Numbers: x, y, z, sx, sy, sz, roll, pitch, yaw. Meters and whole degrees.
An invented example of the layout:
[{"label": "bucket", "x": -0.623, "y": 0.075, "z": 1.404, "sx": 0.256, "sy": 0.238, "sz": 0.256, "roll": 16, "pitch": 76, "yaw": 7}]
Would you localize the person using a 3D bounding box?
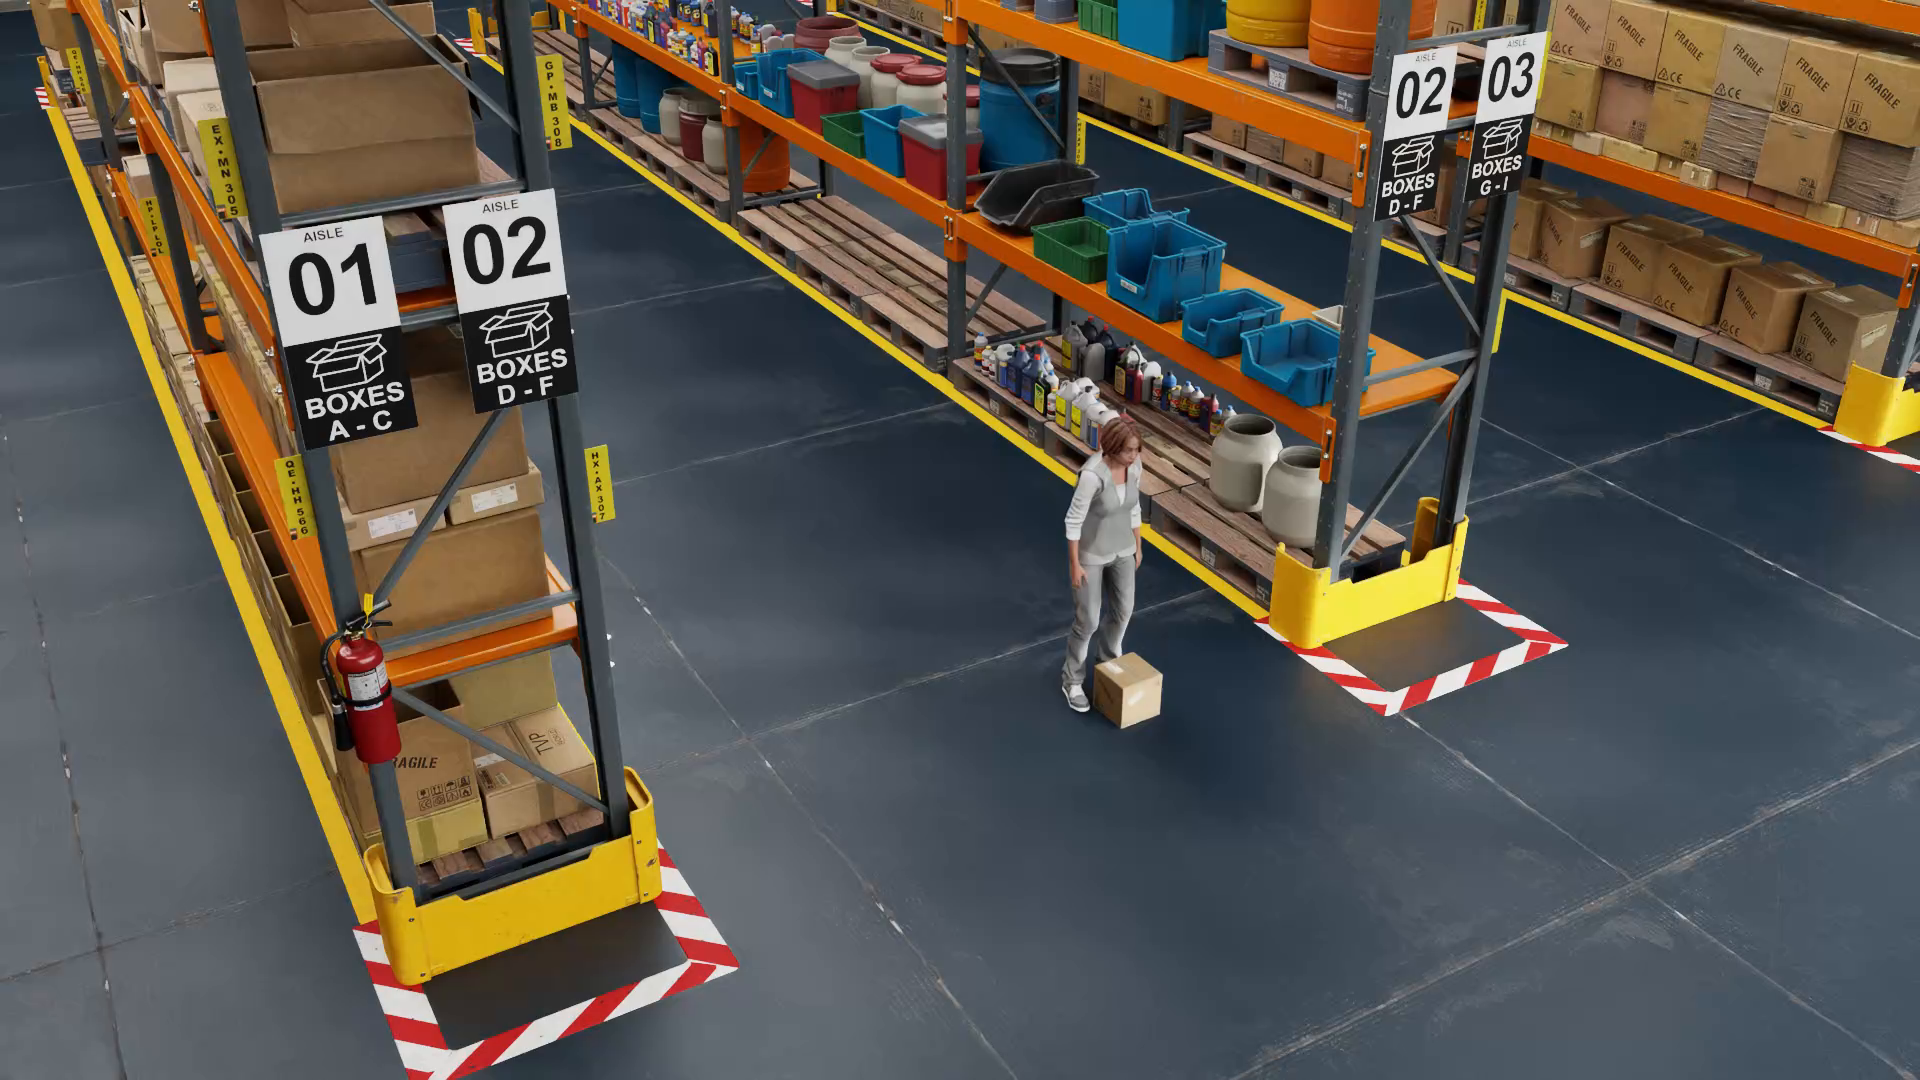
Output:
[{"label": "person", "x": 0.731, "y": 0.091, "z": 8.401, "sx": 0.469, "sy": 1.590, "sz": 0.349, "roll": -18, "pitch": 34, "yaw": -28}]
